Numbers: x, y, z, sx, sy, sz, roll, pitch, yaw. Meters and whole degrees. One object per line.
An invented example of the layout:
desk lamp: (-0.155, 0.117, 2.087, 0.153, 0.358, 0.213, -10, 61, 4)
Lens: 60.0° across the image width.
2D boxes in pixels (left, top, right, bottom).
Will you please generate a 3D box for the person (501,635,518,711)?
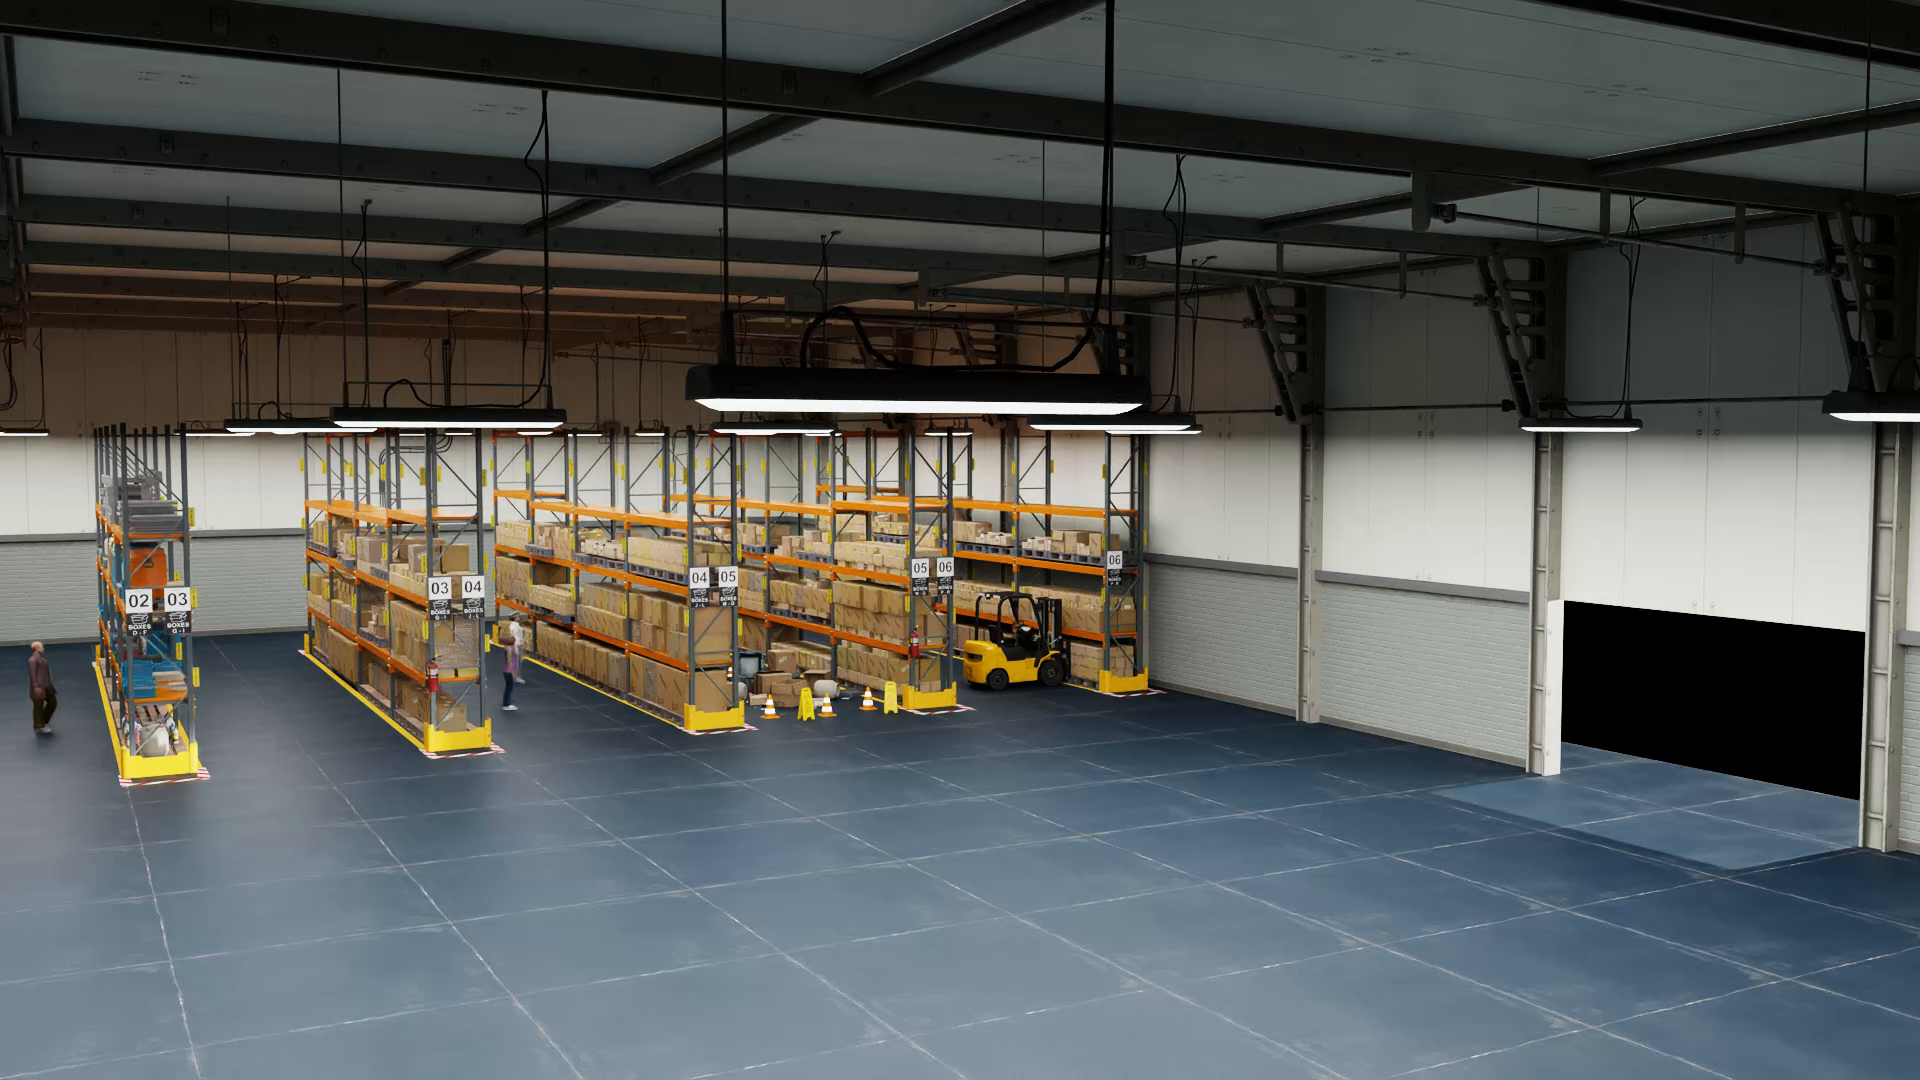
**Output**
person: (-9.513, 2.800, 35.108, 0.374, 1.601, 0.457, 0, 3, -7)

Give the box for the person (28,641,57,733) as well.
person: (-17.984, 2.874, 32.524, 0.524, 1.787, 0.630, 0, 3, 6)

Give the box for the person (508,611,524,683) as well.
person: (-10.467, 2.527, 39.282, 0.372, 1.728, 0.551, 1, 4, 10)
